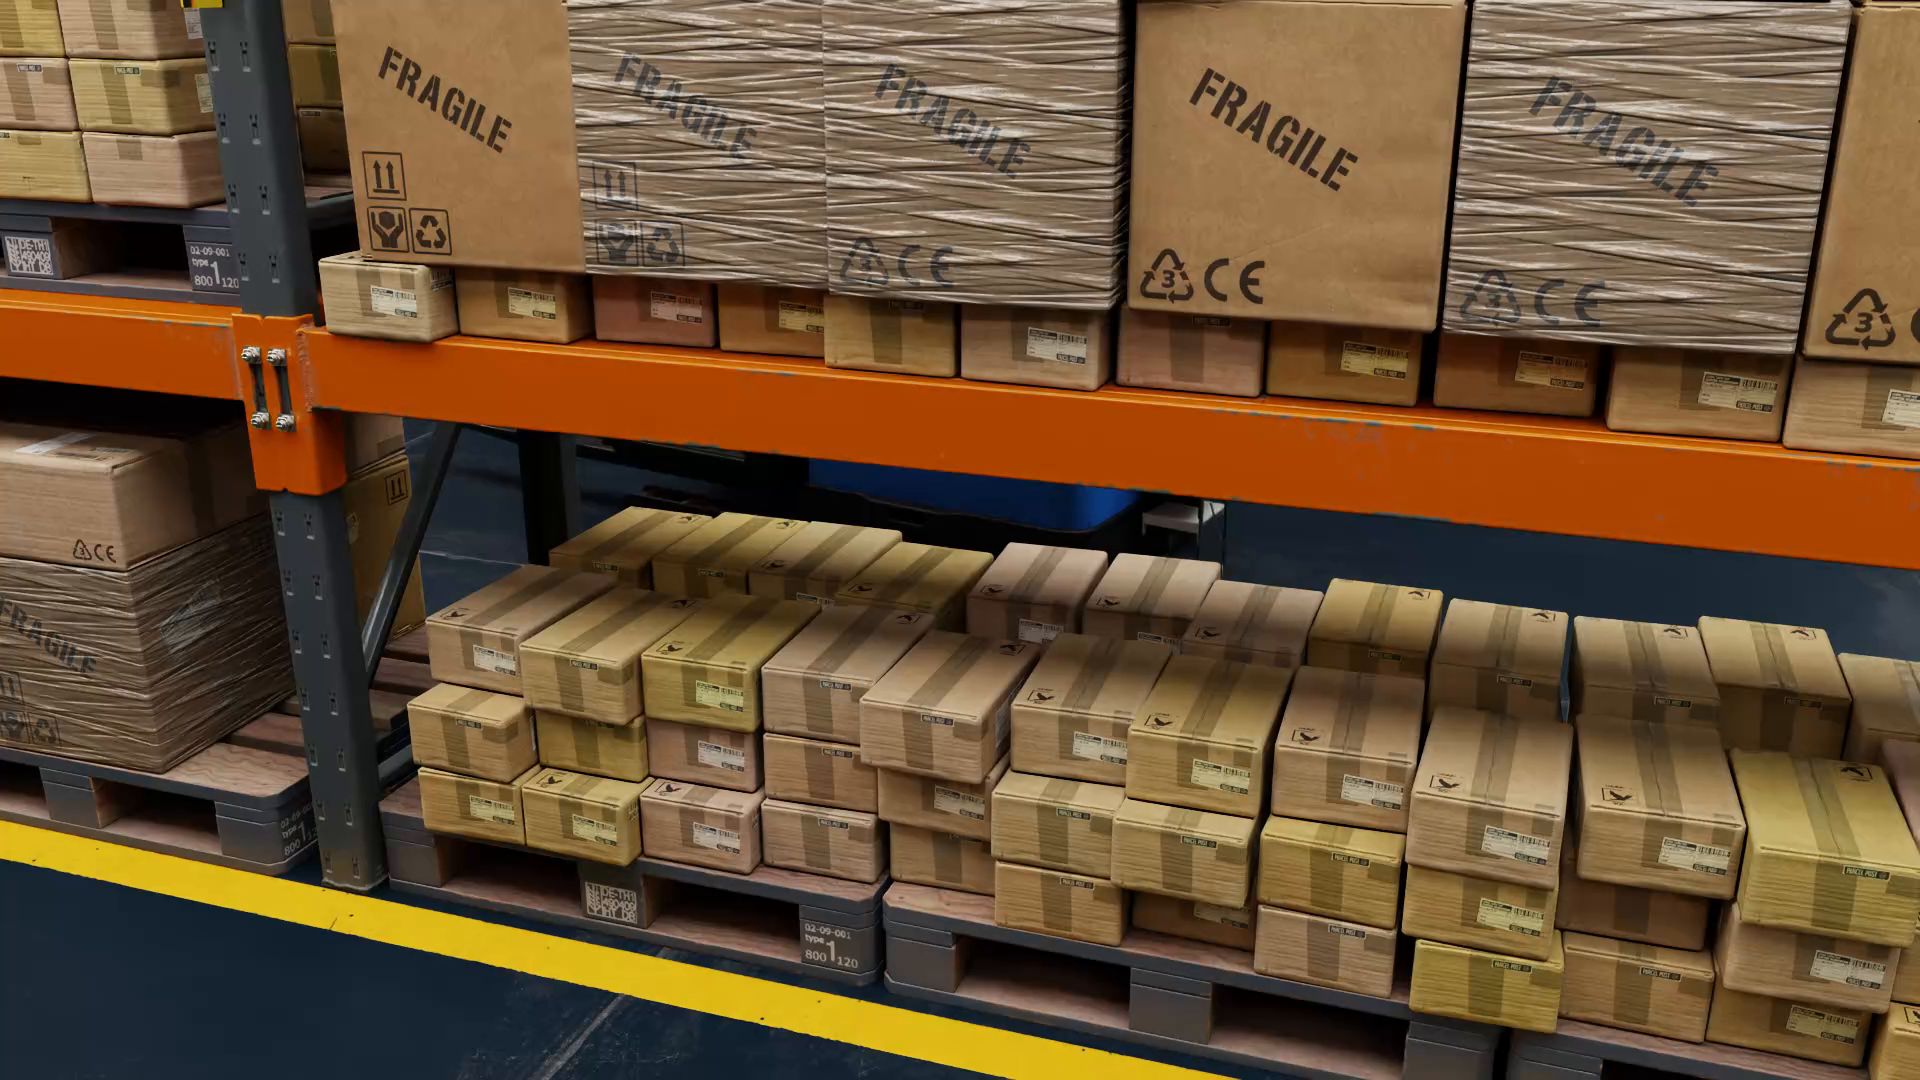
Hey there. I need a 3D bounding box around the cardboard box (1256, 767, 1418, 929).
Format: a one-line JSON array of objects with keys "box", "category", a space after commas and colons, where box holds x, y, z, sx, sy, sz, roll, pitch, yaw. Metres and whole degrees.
[{"box": [0.731, 0.558, 3.160, 0.250, 0.149, 0.380, 8, 21, 21], "category": "cardboard box"}]

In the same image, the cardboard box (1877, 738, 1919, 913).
[{"box": [1.743, 0.503, 2.865, 0.250, 0.149, 0.380, 7, 20, 19], "category": "cardboard box"}]

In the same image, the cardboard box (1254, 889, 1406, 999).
[{"box": [0.730, 0.697, 3.212, 0.250, 0.149, 0.380, 7, 20, 19], "category": "cardboard box"}]

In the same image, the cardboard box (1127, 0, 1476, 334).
[{"box": [0.601, -0.663, 2.817, 0.500, 0.500, 0.500, 8, 21, 21], "category": "cardboard box"}]

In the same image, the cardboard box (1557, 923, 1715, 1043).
[{"box": [1.244, 0.741, 3.086, 0.250, 0.149, 0.380, 7, 20, 19], "category": "cardboard box"}]

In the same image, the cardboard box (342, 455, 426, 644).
[{"box": [-1.845, 0.047, 4.543, 0.500, 0.500, 0.500, 7, 21, 20], "category": "cardboard box"}]

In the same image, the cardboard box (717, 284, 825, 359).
[{"box": [-0.282, -0.473, 3.258, 0.250, 0.149, 0.380, 6, 20, 16], "category": "cardboard box"}]

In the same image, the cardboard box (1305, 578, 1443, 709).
[{"box": [0.911, 0.228, 3.654, 0.250, 0.149, 0.380, 7, 20, 19], "category": "cardboard box"}]

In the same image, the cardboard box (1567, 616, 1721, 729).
[{"box": [1.404, 0.304, 3.437, 0.250, 0.149, 0.380, 6, 20, 15], "category": "cardboard box"}]

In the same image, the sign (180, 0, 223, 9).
[{"box": [-1.413, -1.146, 3.049, 0.005, 0.325, 0.100, 7, 20, 18], "category": "sign"}]

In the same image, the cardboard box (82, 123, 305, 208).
[{"box": [-1.674, -0.834, 3.654, 0.250, 0.149, 0.380, 6, 20, 17], "category": "cardboard box"}]

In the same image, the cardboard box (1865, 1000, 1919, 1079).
[{"box": [1.702, 0.819, 2.862, 0.250, 0.149, 0.380, 7, 20, 20], "category": "cardboard box"}]

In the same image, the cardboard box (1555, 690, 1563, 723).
[{"box": [1.145, 0.424, 3.544, 0.250, 0.149, 0.380, 6, 20, 15], "category": "cardboard box"}]

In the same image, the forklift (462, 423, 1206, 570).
[{"box": [-0.638, -1.506, 5.944, 3.031, 2.935, 1.130, 11, 22, 29], "category": "forklift"}]

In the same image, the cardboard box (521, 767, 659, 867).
[{"box": [-0.744, 0.543, 3.654, 0.250, 0.149, 0.380, 7, 20, 20], "category": "cardboard box"}]

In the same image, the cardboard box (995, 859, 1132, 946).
[{"box": [0.243, 0.642, 3.370, 0.250, 0.149, 0.380, 6, 20, 17], "category": "cardboard box"}]

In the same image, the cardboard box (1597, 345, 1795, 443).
[{"box": [1.191, -0.288, 2.727, 0.250, 0.149, 0.380, 6, 20, 16], "category": "cardboard box"}]

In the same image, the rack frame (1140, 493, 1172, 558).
[{"box": [0.667, -0.289, 5.540, 0.006, 0.900, 0.240, 11, 22, 29], "category": "rack frame"}]

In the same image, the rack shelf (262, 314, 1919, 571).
[{"box": [0.655, -0.217, 3.234, 4.000, 0.370, 1.077, 7, 20, 18], "category": "rack shelf"}]

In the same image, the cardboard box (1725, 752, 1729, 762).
[{"box": [1.633, 0.484, 3.371, 0.250, 0.149, 0.380, 7, 20, 19], "category": "cardboard box"}]

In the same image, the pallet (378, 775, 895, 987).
[{"box": [-0.588, 0.606, 4.018, 1.213, 0.211, 1.003, 7, 20, 18], "category": "pallet"}]

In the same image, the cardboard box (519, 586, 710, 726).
[{"box": [-0.736, 0.244, 3.608, 0.250, 0.149, 0.380, 8, 21, 21], "category": "cardboard box"}]

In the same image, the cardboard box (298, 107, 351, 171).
[{"box": [-1.455, -1.038, 4.240, 0.250, 0.149, 0.380, 6, 20, 15], "category": "cardboard box"}]

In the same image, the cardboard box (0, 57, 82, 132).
[{"box": [-1.924, -1.002, 3.686, 0.250, 0.149, 0.380, 7, 20, 18], "category": "cardboard box"}]

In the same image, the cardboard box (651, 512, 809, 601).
[{"box": [-0.558, 0.067, 4.116, 0.250, 0.149, 0.380, 7, 20, 19], "category": "cardboard box"}]

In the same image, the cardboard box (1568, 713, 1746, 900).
[{"box": [1.232, 0.467, 2.969, 0.250, 0.149, 0.380, 6, 20, 16], "category": "cardboard box"}]

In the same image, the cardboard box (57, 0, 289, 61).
[{"box": [-1.677, -1.116, 3.560, 0.250, 0.149, 0.380, 8, 21, 21], "category": "cardboard box"}]

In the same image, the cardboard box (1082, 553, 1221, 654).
[{"box": [0.443, 0.170, 3.821, 0.250, 0.149, 0.380, 6, 20, 16], "category": "cardboard box"}]

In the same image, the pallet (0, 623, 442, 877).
[{"box": [-1.970, 0.461, 4.434, 1.213, 0.211, 1.003, 7, 20, 18], "category": "pallet"}]

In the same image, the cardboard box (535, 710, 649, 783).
[{"box": [-0.728, 0.373, 3.690, 0.250, 0.149, 0.380, 7, 20, 18], "category": "cardboard box"}]

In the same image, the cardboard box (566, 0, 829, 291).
[{"box": [-0.379, -0.777, 3.145, 0.500, 0.500, 0.500, 7, 20, 18], "category": "cardboard box"}]

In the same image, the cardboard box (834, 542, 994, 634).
[{"box": [-0.101, 0.144, 3.895, 0.250, 0.149, 0.380, 7, 20, 20], "category": "cardboard box"}]

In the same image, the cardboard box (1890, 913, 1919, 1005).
[{"box": [1.723, 0.654, 2.885, 0.250, 0.149, 0.380, 6, 20, 17], "category": "cardboard box"}]

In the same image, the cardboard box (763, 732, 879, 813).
[{"box": [-0.232, 0.418, 3.561, 0.250, 0.149, 0.380, 5, 20, 15], "category": "cardboard box"}]

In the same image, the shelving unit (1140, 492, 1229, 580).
[{"box": [0.754, -0.272, 5.490, 0.210, 0.900, 0.258, 11, 22, 29], "category": "shelving unit"}]

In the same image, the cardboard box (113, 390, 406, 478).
[{"box": [-1.846, -0.307, 4.419, 0.500, 0.250, 0.500, 6, 20, 16], "category": "cardboard box"}]

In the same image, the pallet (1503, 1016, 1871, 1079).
[{"box": [1.717, 0.869, 3.262, 1.213, 0.211, 1.003, 7, 20, 18], "category": "pallet"}]

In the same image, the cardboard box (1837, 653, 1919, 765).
[{"box": [1.861, 0.372, 3.242, 0.250, 0.149, 0.380, 7, 20, 19], "category": "cardboard box"}]

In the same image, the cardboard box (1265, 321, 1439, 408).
[{"box": [0.700, -0.359, 2.932, 0.250, 0.149, 0.380, 7, 20, 19], "category": "cardboard box"}]

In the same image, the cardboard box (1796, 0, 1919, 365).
[{"box": [1.550, -0.554, 2.504, 0.500, 0.500, 0.500, 6, 20, 17], "category": "cardboard box"}]

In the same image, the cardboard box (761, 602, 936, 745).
[{"box": [-0.227, 0.277, 3.513, 0.250, 0.149, 0.380, 6, 20, 17], "category": "cardboard box"}]

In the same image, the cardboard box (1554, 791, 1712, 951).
[{"box": [1.240, 0.582, 3.091, 0.250, 0.149, 0.380, 6, 20, 17], "category": "cardboard box"}]

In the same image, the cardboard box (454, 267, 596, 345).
[{"box": [-0.806, -0.517, 3.383, 0.250, 0.149, 0.380, 7, 20, 20], "category": "cardboard box"}]

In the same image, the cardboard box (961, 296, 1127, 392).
[{"box": [0.186, -0.394, 3.032, 0.250, 0.149, 0.380, 7, 21, 20], "category": "cardboard box"}]

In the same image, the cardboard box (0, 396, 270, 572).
[{"box": [-2.021, -0.146, 3.960, 0.500, 0.250, 0.500, 6, 20, 17], "category": "cardboard box"}]

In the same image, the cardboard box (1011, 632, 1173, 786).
[{"box": [0.271, 0.334, 3.350, 0.250, 0.149, 0.380, 6, 20, 16], "category": "cardboard box"}]

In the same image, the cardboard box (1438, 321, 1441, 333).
[{"box": [0.856, -0.511, 3.368, 0.250, 0.149, 0.380, 7, 21, 20], "category": "cardboard box"}]

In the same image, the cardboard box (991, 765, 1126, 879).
[{"box": [0.237, 0.502, 3.320, 0.250, 0.149, 0.380, 6, 20, 18], "category": "cardboard box"}]

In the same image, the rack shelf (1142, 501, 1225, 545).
[{"box": [0.754, -0.071, 5.560, 0.200, 0.077, 0.258, 11, 22, 29], "category": "rack shelf"}]

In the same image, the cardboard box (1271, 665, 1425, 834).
[{"box": [0.748, 0.392, 3.183, 0.250, 0.149, 0.380, 6, 20, 16], "category": "cardboard box"}]

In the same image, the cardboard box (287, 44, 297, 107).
[{"box": [-1.701, -1.206, 4.270, 0.250, 0.149, 0.380, 6, 20, 17], "category": "cardboard box"}]

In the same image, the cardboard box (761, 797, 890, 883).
[{"box": [-0.236, 0.566, 3.589, 0.250, 0.149, 0.380, 6, 20, 17], "category": "cardboard box"}]
